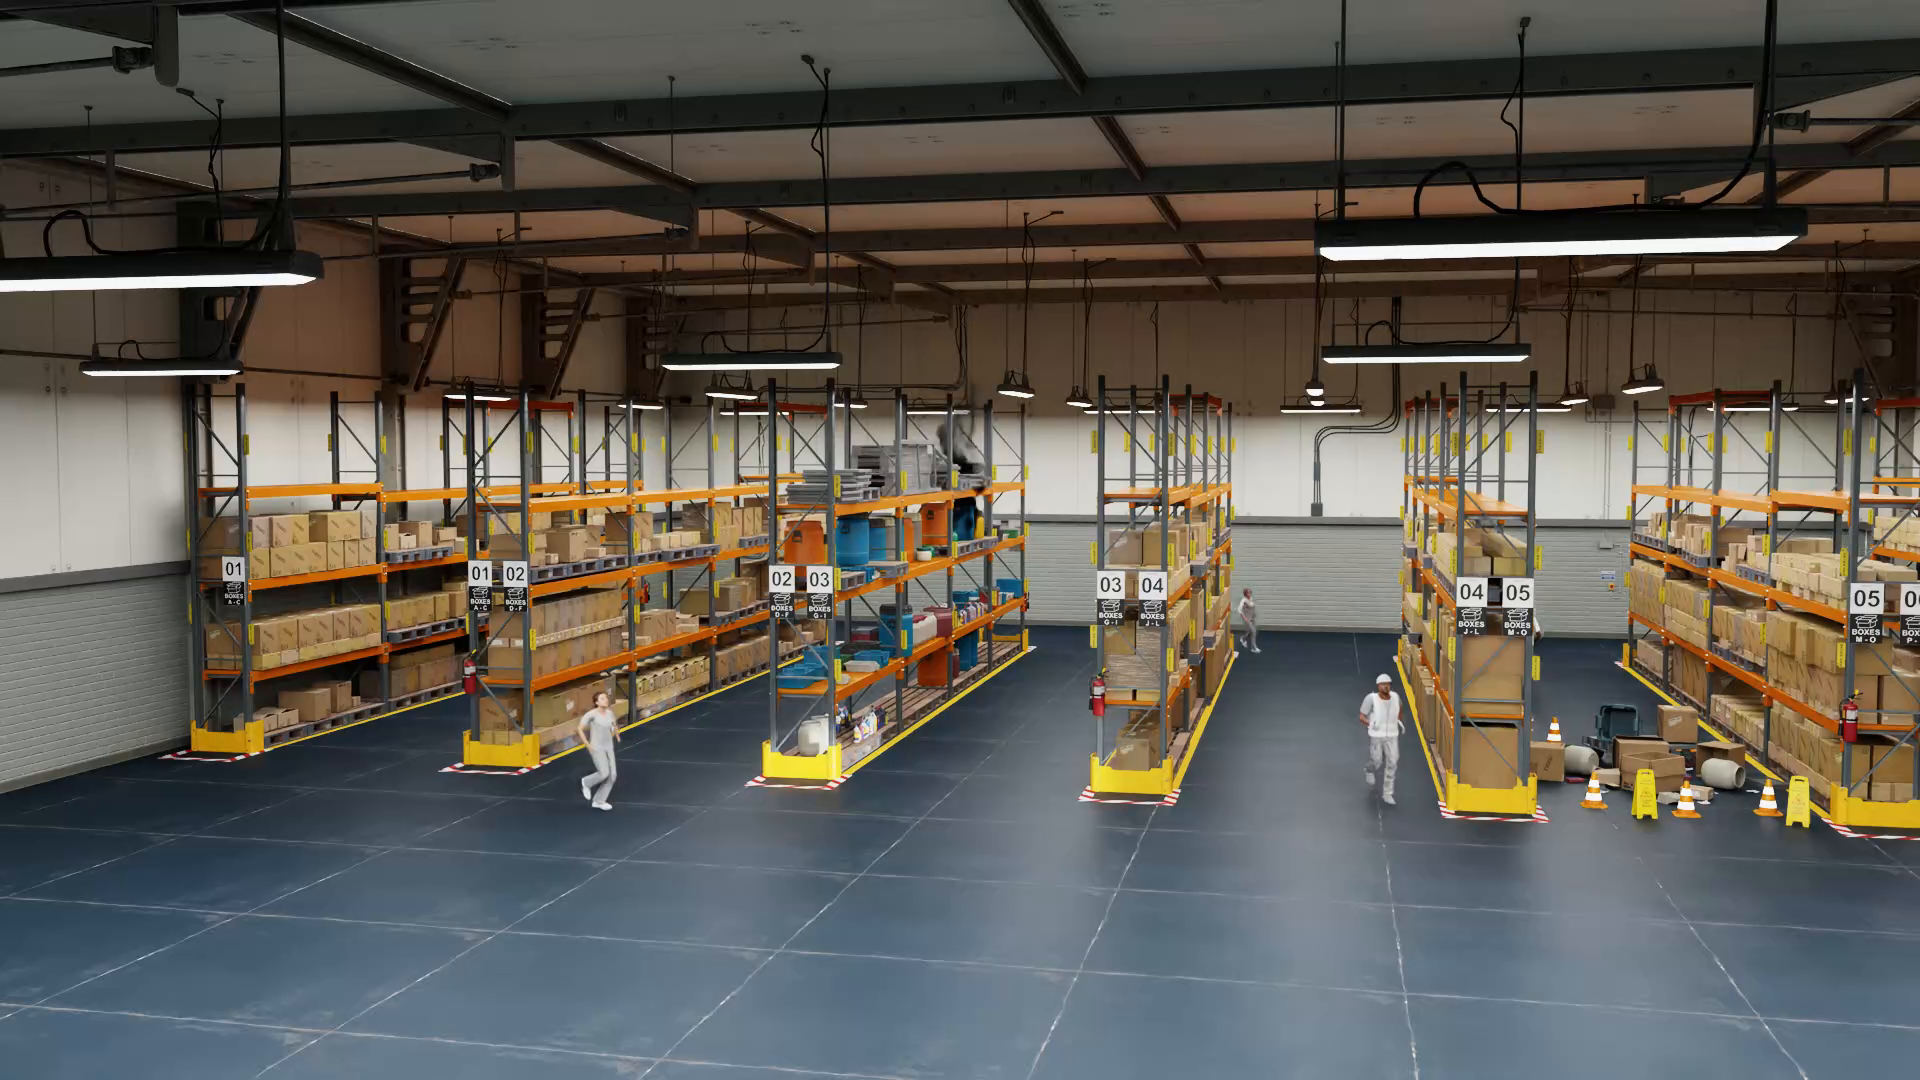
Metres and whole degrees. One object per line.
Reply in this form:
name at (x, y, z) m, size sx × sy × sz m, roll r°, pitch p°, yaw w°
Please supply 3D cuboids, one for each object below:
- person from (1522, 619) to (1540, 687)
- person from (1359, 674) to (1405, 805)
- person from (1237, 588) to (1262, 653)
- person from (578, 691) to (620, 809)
person at (11.621, 2.175, 34.364) m, size 0.686 × 1.722 × 0.589 m, roll 1°, pitch 3°, yaw 16°
person at (5.984, 2.784, 23.545) m, size 0.686 × 1.790 × 0.900 m, roll 0°, pitch 3°, yaw -4°
person at (6.907, 1.932, 40.133) m, size 0.598 × 1.572 × 0.661 m, roll -3°, pitch 4°, yaw -42°
person at (-4.933, 2.884, 22.853) m, size 0.547 × 1.624 × 0.611 m, roll 3°, pitch 4°, yaw 39°
